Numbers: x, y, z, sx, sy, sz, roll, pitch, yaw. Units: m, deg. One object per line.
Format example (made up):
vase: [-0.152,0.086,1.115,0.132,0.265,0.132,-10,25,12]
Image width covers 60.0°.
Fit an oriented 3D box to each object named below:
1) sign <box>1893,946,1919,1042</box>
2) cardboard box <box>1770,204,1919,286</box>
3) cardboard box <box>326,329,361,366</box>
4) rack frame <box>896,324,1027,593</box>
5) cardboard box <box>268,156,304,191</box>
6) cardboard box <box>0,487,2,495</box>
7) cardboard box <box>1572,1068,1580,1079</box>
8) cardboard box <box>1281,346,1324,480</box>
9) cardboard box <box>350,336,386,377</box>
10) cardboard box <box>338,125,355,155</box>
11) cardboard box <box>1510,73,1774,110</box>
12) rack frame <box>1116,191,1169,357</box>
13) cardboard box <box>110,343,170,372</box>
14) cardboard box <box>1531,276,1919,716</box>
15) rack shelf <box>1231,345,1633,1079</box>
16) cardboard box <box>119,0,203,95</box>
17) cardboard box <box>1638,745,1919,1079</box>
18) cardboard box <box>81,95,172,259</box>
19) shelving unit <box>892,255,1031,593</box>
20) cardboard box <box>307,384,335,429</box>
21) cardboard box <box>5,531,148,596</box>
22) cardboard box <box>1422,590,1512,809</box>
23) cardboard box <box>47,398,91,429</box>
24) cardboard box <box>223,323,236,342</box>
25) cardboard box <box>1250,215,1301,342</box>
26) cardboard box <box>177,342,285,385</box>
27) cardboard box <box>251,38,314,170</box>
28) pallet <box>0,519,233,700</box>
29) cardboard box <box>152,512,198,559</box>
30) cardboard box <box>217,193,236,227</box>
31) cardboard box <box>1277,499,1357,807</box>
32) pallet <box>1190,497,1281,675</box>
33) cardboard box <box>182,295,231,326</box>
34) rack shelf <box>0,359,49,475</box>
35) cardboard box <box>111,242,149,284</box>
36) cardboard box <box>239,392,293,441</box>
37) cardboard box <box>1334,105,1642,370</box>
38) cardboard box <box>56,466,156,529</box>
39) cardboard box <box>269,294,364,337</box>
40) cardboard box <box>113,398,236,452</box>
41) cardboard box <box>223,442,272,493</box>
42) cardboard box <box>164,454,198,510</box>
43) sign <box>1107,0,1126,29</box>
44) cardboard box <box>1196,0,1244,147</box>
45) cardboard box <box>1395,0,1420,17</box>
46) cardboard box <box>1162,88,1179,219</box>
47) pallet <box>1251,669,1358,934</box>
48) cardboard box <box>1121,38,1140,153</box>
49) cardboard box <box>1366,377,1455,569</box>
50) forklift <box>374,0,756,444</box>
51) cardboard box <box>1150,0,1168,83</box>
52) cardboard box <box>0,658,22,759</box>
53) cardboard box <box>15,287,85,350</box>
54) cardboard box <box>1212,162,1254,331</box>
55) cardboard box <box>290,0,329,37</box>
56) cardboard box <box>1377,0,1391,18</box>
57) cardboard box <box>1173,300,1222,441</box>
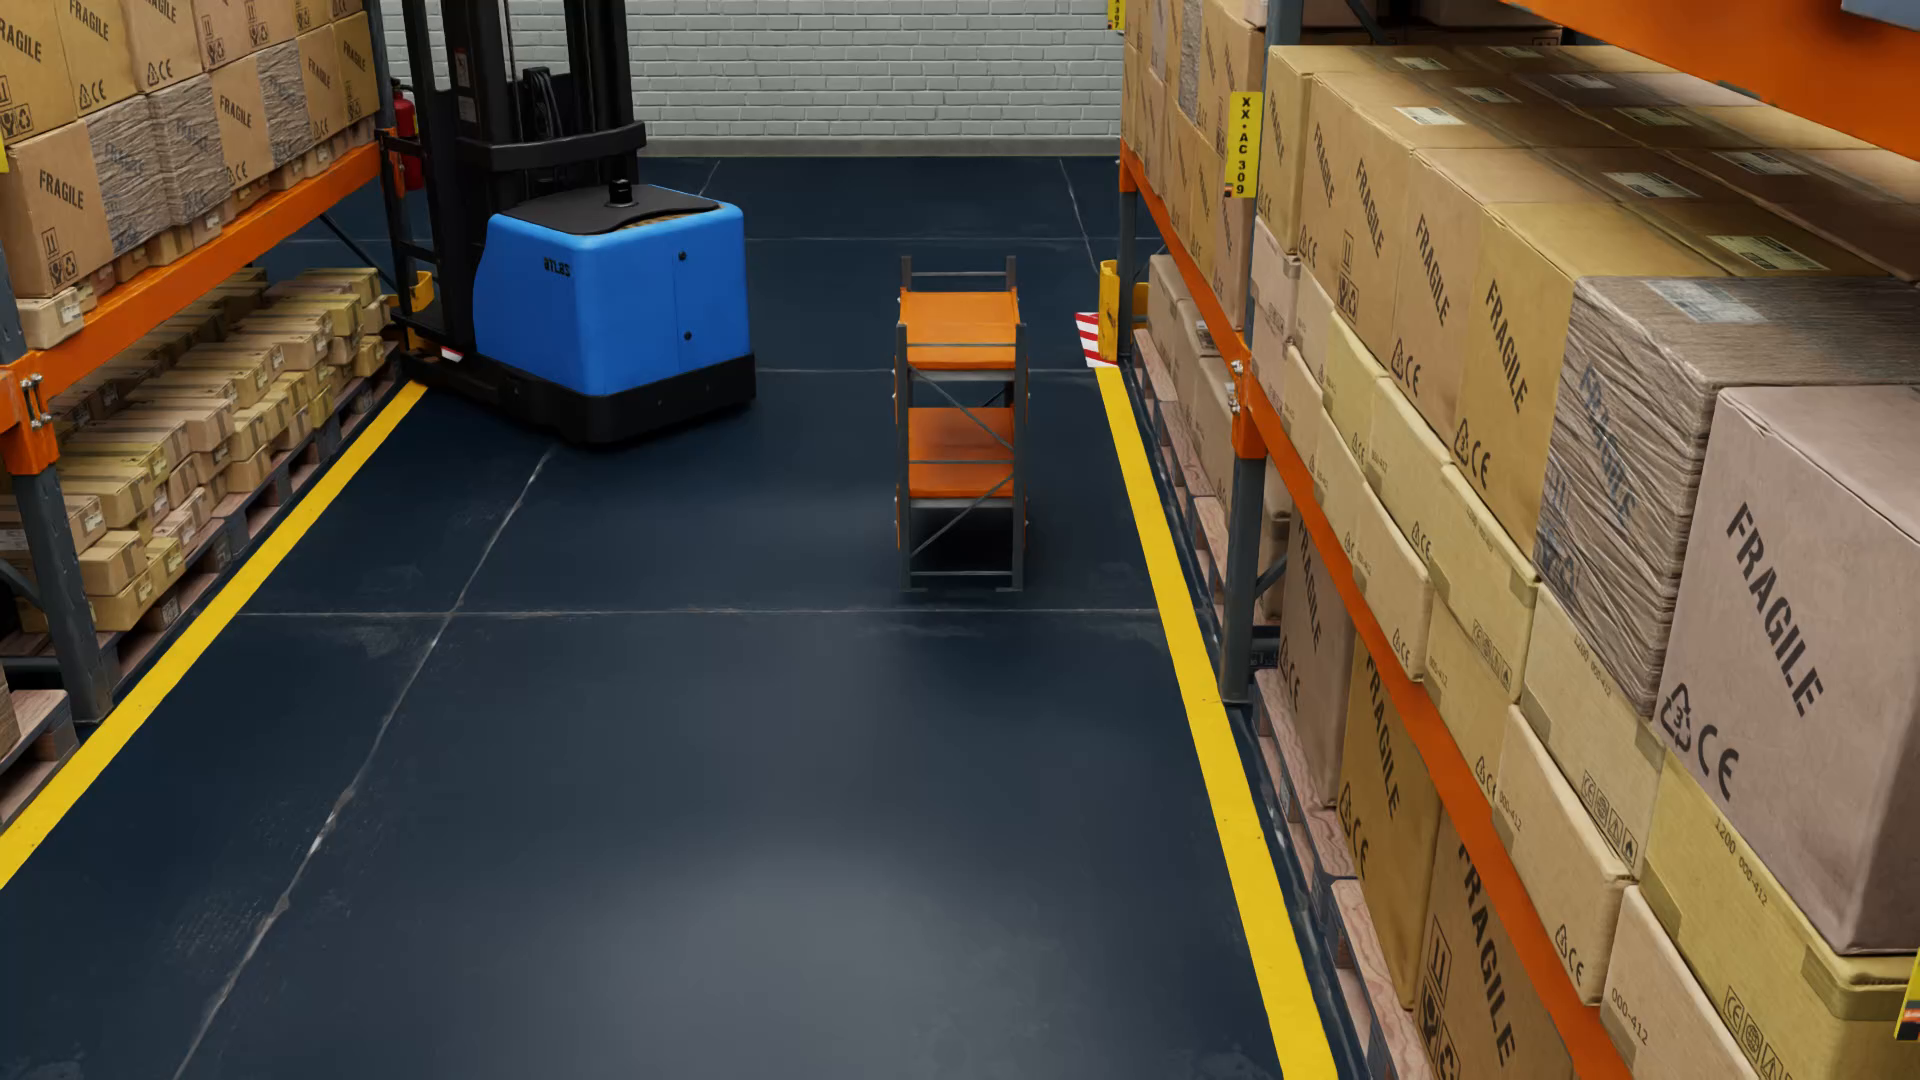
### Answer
sign: [0.927,0.321,1.495,0.100,0.325,0.005,0,24,-1]
cardboard box: [1.716,-0.278,2.890,0.500,0.500,0.500,0,24,1]
cardboard box: [-3.255,-0.985,8.378,0.380,0.149,0.250,-1,24,-3]
rack frame: [0.005,-0.306,6.561,0.500,1.125,0.032,0,24,-1]
cardboard box: [-3.285,-1.721,7.719,0.380,0.149,0.250,-1,24,-3]
cardboard box: [-3.817,-0.154,6.177,0.380,0.149,0.250,0,24,0]
cardboard box: [1.557,1.337,2.723,0.875,0.875,0.875,0,24,-1]
cardboard box: [1.186,-0.339,4.542,0.500,0.250,0.500,-1,24,-2]
cardboard box: [-3.236,-0.959,8.680,0.380,0.149,0.250,0,24,1]
cardboard box: [-3.303,-2.038,8.420,0.380,0.149,0.250,0,24,-1]
cardboard box: [1.707,-0.908,4.284,0.500,0.500,0.500,0,24,0]
rack frame: [1.395,-2.452,9.031,1.000,3.000,0.127,0,24,-1]
cardboard box: [-3.854,-0.792,7.588,0.380,0.149,0.250,0,24,0]
cardboard box: [1.201,-0.080,2.451,0.500,0.500,0.500,0,24,0]
rack shelf: [1.460,0.348,3.712,1.077,0.370,4.000,0,24,-1]
cardboard box: [-3.267,-1.985,6.302,0.500,0.500,0.500,0,24,0]
cardboard box: [1.222,0.487,2.109,0.500,0.250,0.500,0,24,-1]
cardboard box: [-3.276,-1.330,6.068,0.500,0.500,0.500,0,24,-1]
shelving unit: [0.000,-0.515,7.024,0.538,1.125,1.048,0,24,-1]
cardboard box: [-3.238,-0.643,7.981,0.380,0.149,0.250,-1,24,-3]
cardboard box: [-3.194,0.082,6.018,0.380,0.149,0.250,1,24,2]
cardboard box: [1.206,0.288,3.155,0.500,0.250,0.500,0,24,-1]
cardboard box: [-3.847,-0.475,6.887,0.380,0.149,0.250,-1,24,-3]
cardboard box: [-3.767,-0.985,8.377,0.380,0.149,0.250,0,24,0]
cardboard box: [1.161,-0.780,4.911,0.500,0.250,0.500,-1,24,-2]
cardboard box: [-3.330,-0.798,7.602,0.380,0.149,0.250,-1,24,-2]
cardboard box: [-3.276,-1.964,7.470,0.500,0.500,0.500,0,24,0]
pallet: [-3.553,0.254,6.431,1.003,0.211,1.213,0,24,-1]
cardboard box: [-3.251,0.005,6.549,0.380,0.149,0.250,0,24,-1]
cardboard box: [-3.299,-1.396,7.001,0.380,0.149,0.250,1,24,1]
cardboard box: [1.525,0.228,5.174,0.875,0.875,0.875,0,24,1]
pallet: [1.508,0.153,6.655,1.003,0.211,1.213,0,24,-1]
cardboard box: [-3.890,-1.116,8.306,0.380,0.149,0.250,0,24,-1]
rack shelf: [-3.489,0.412,3.571,1.077,0.370,4.000,0,24,-1]
cardboard box: [-3.316,-1.071,6.283,0.380,0.149,0.250,-1,24,-3]
cardboard box: [-3.222,-0.553,7.422,0.380,0.149,0.250,0,24,0]
cardboard box: [1.192,-0.706,3.836,0.500,0.500,0.500,-1,24,-2]
cardboard box: [-3.251,-0.160,6.191,0.380,0.149,0.250,1,24,2]
cardboard box: [-3.220,-1.124,8.324,0.380,0.149,0.250,-1,24,-2]
cardboard box: [-3.250,-0.476,6.891,0.380,0.149,0.250,0,24,1]
cardboard box: [-3.248,-0.318,7.263,0.380,0.149,0.250,-1,24,-2]
cardboard box: [-3.326,-0.234,6.715,0.380,0.149,0.250,-1,24,-3]
sign: [0.840,-2.882,8.836,0.100,0.325,0.005,0,24,-1]
cardboard box: [1.159,-1.707,6.049,0.500,0.500,0.500,-1,24,-1]
cardboard box: [1.675,-1.837,5.550,0.380,0.149,0.250,0,24,0]
cardboard box: [1.156,-1.674,7.190,0.500,0.500,0.500,1,24,1]
pallet: [1.522,0.785,5.259,1.003,0.211,1.213,0,24,-1]
cardboard box: [1.113,-2.298,8.570,0.500,0.500,0.500,0,24,-1]
cardboard box: [1.181,-0.149,3.515,0.500,0.250,0.500,-1,24,-2]
forklift: [-2.489,-2.310,8.800,3.031,2.935,1.130,21,32,39]
cardboard box: [1.141,-2.329,7.424,0.500,0.500,0.500,0,24,-1]
cardboard box: [-3.250,0.512,5.002,0.500,0.500,0.500,-1,24,-2]
cardboard box: [-3.186,-0.743,5.558,0.380,0.149,0.250,1,24,1]
cardboard box: [1.178,-1.039,5.786,0.500,0.500,0.500,0,24,0]
cardboard box: [-3.295,-2.628,7.725,0.500,0.500,0.500,-1,24,-2]
cardboard box: [1.222,-1.835,5.545,0.380,0.149,0.250,0,24,1]
cardboard box: [1.520,-0.827,8.038,0.875,0.438,0.875,0,24,1]
